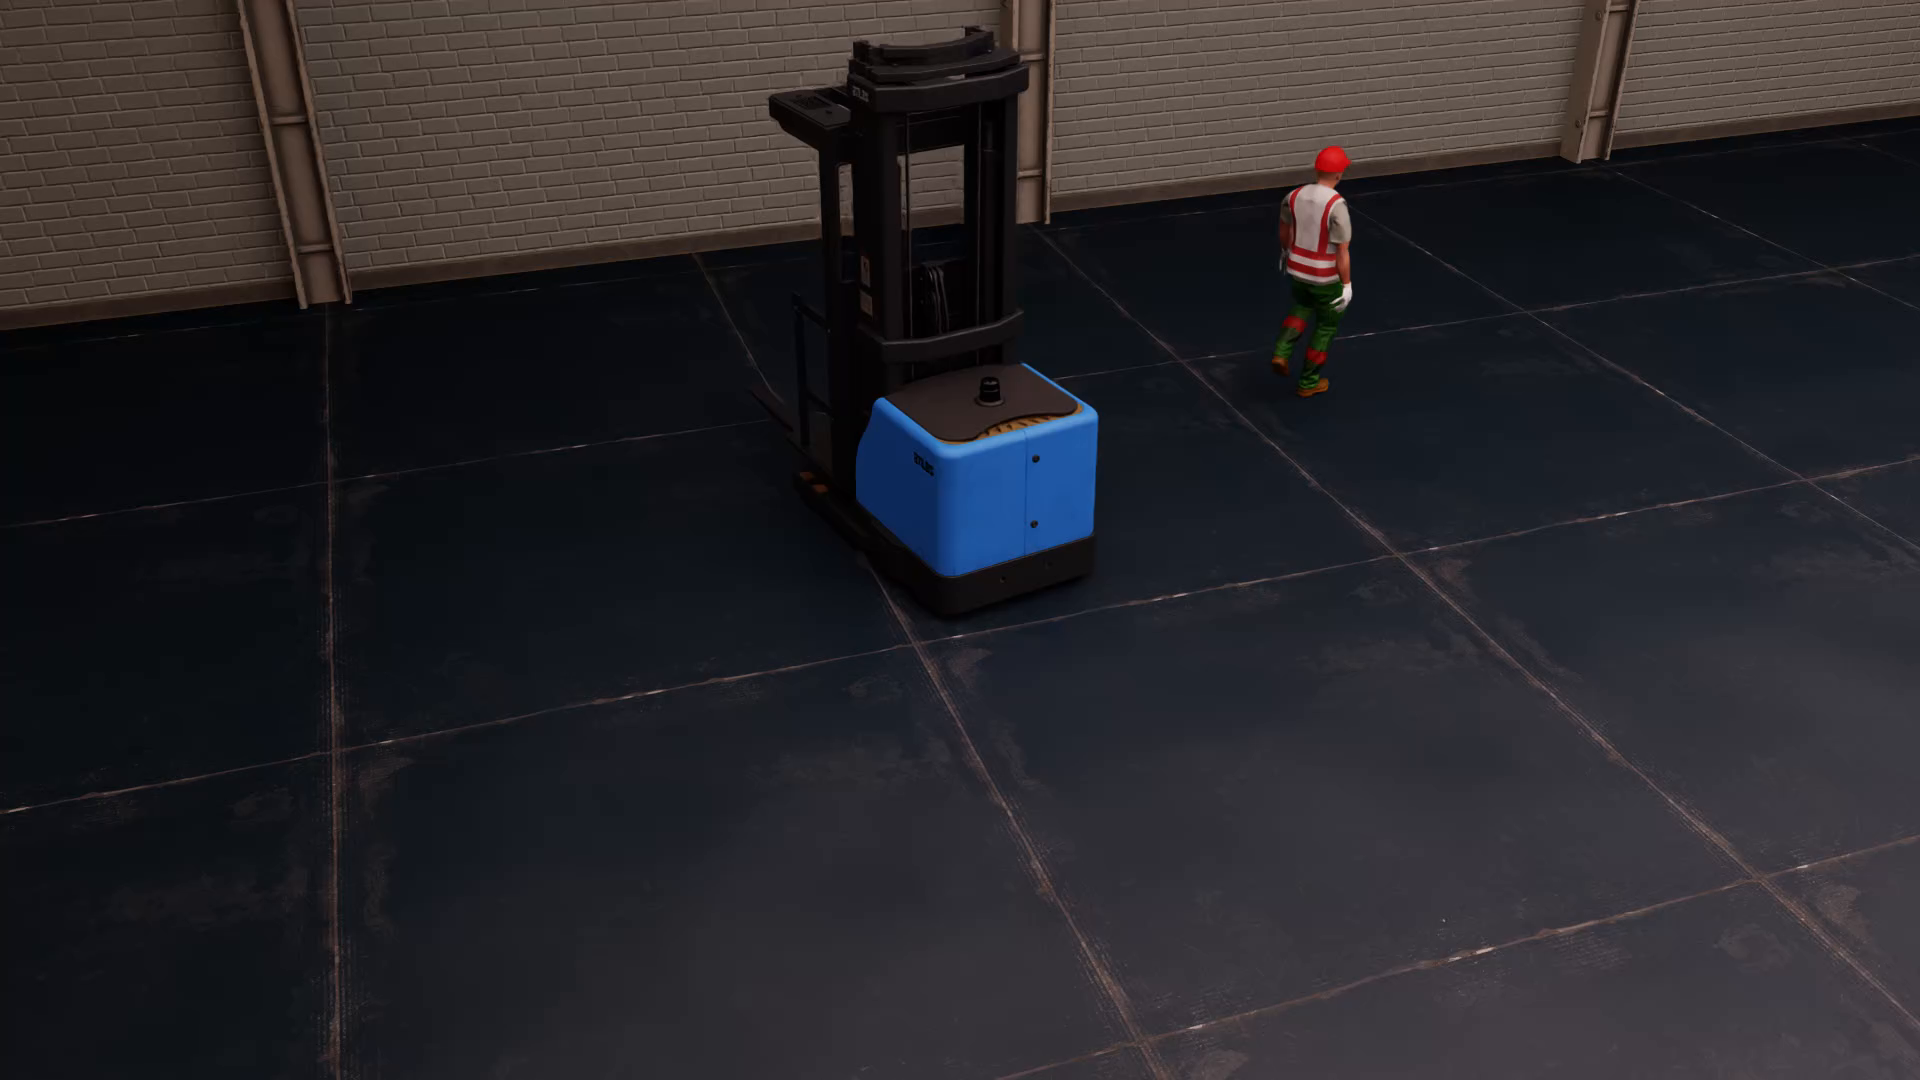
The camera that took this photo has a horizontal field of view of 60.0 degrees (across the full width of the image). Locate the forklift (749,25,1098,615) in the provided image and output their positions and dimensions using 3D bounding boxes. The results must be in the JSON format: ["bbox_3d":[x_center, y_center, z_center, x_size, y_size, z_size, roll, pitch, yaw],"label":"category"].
[{"bbox_3d":[-0.399,-1.560,9.798,1.130,2.935,3.031,-16,34,-26],"label":"forklift"}]

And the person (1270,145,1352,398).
[{"bbox_3d":[2.475,-1.857,11.484,0.468,1.767,0.719,-25,38,-36],"label":"person"}]
